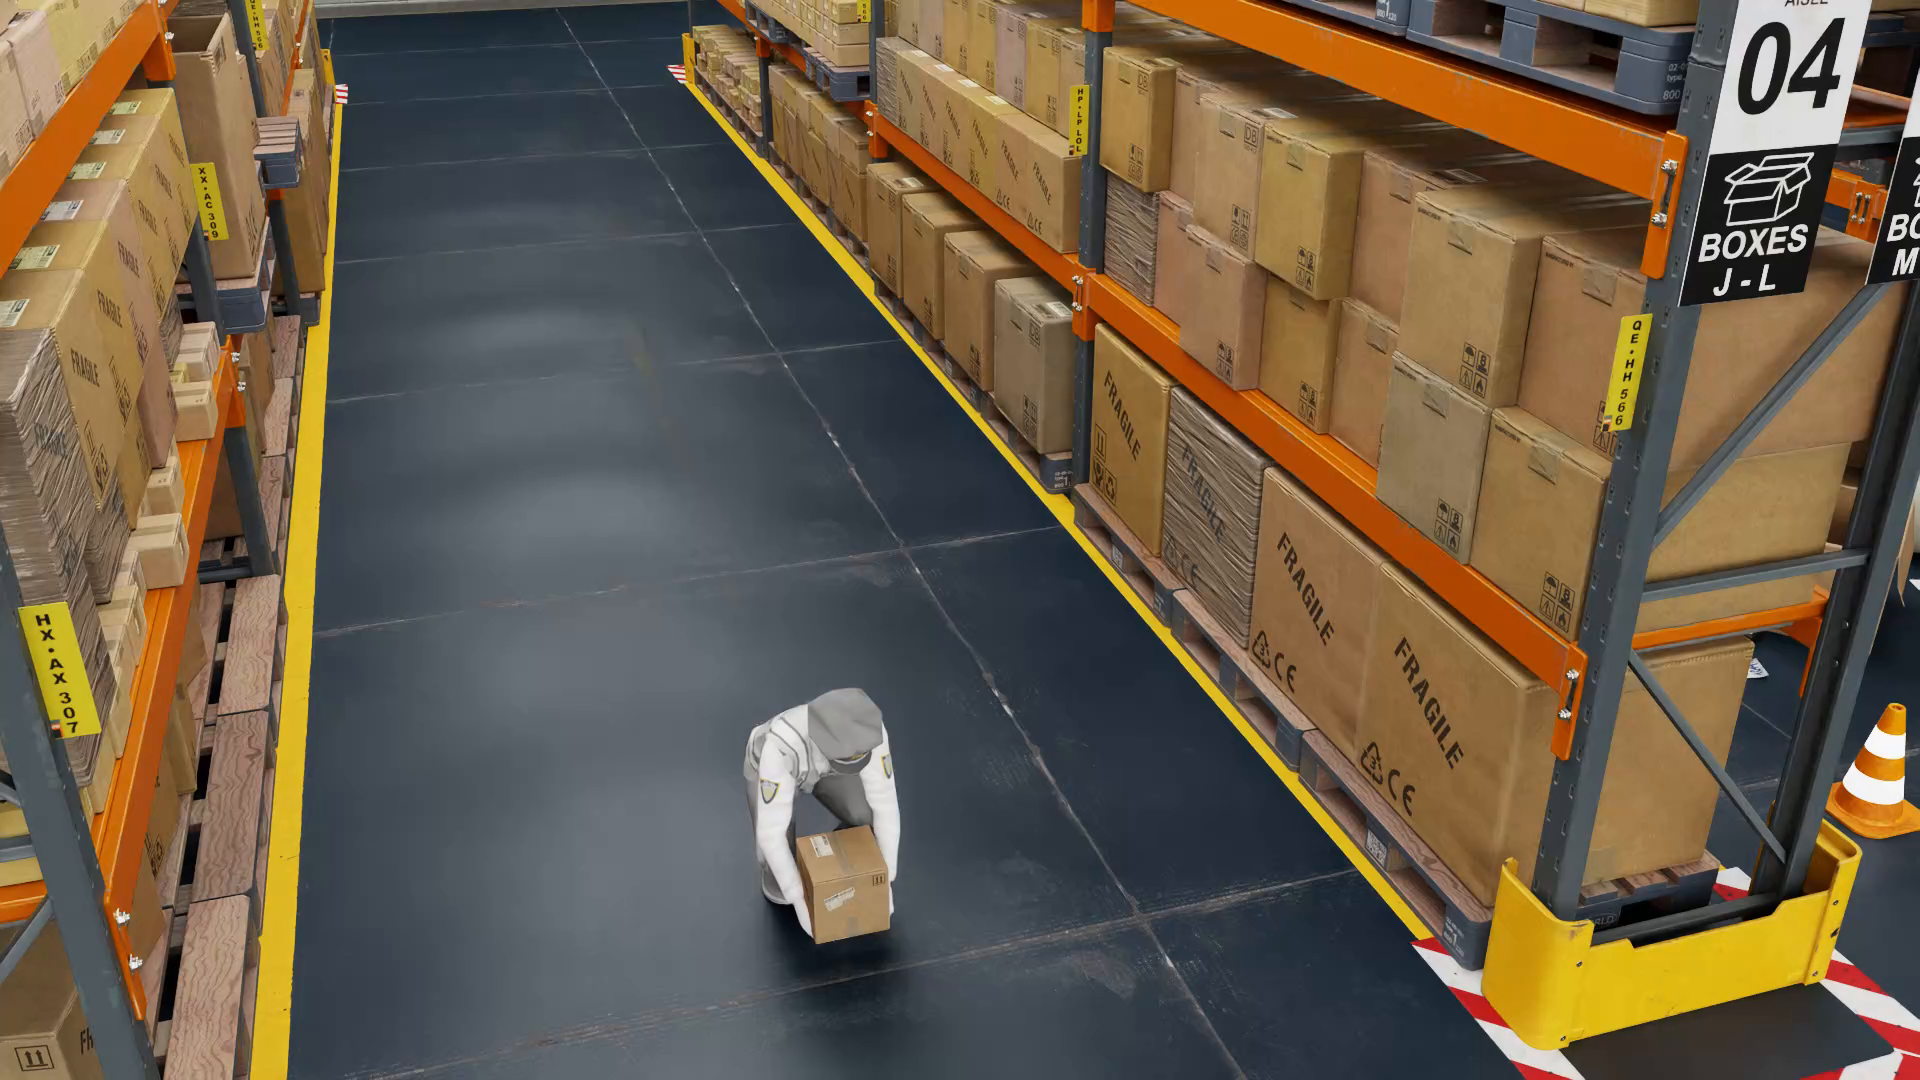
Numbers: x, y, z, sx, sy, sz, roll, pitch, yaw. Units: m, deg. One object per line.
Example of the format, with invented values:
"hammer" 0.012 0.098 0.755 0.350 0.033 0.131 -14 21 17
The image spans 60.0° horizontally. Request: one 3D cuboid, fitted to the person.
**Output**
"person" -0.490 0.854 5.707 0.491 0.959 0.838 -8 28 -16
